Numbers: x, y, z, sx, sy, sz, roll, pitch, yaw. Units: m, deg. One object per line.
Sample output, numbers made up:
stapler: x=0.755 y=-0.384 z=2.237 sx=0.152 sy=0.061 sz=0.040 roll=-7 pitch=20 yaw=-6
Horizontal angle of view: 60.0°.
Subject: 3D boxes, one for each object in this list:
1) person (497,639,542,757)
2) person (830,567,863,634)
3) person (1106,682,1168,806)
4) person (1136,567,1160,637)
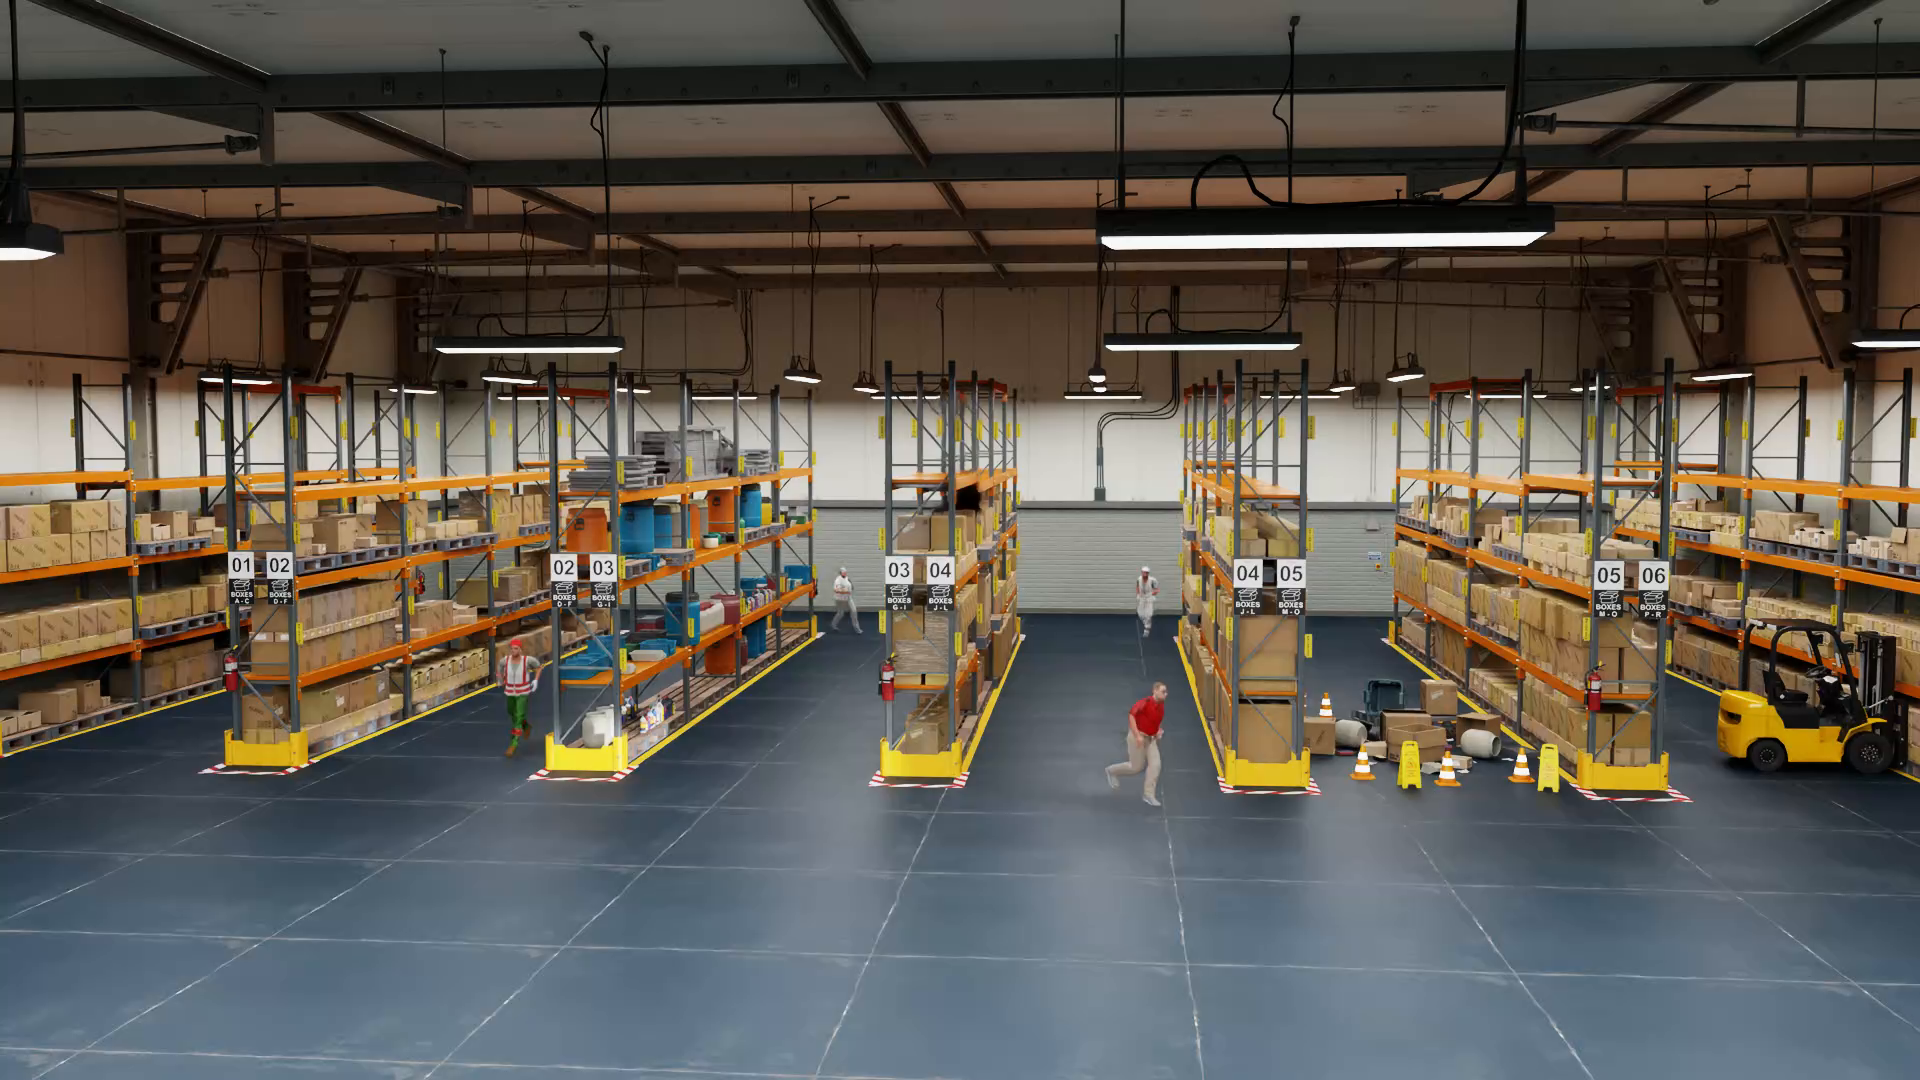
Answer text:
person: x=-6.877 y=2.405 z=25.884 sx=0.668 sy=1.765 sz=1.131 roll=0 pitch=4 yaw=5
person: x=-2.911 y=1.484 z=41.086 sx=0.906 sy=1.657 sz=0.632 roll=3 pitch=5 yaw=36
person: x=2.399 y=2.725 z=22.475 sx=0.931 sy=1.689 sz=0.670 roll=3 pitch=5 yaw=36
person: x=4.515 y=1.493 z=40.259 sx=0.636 sy=1.717 sz=0.613 roll=2 pitch=4 yaw=23
